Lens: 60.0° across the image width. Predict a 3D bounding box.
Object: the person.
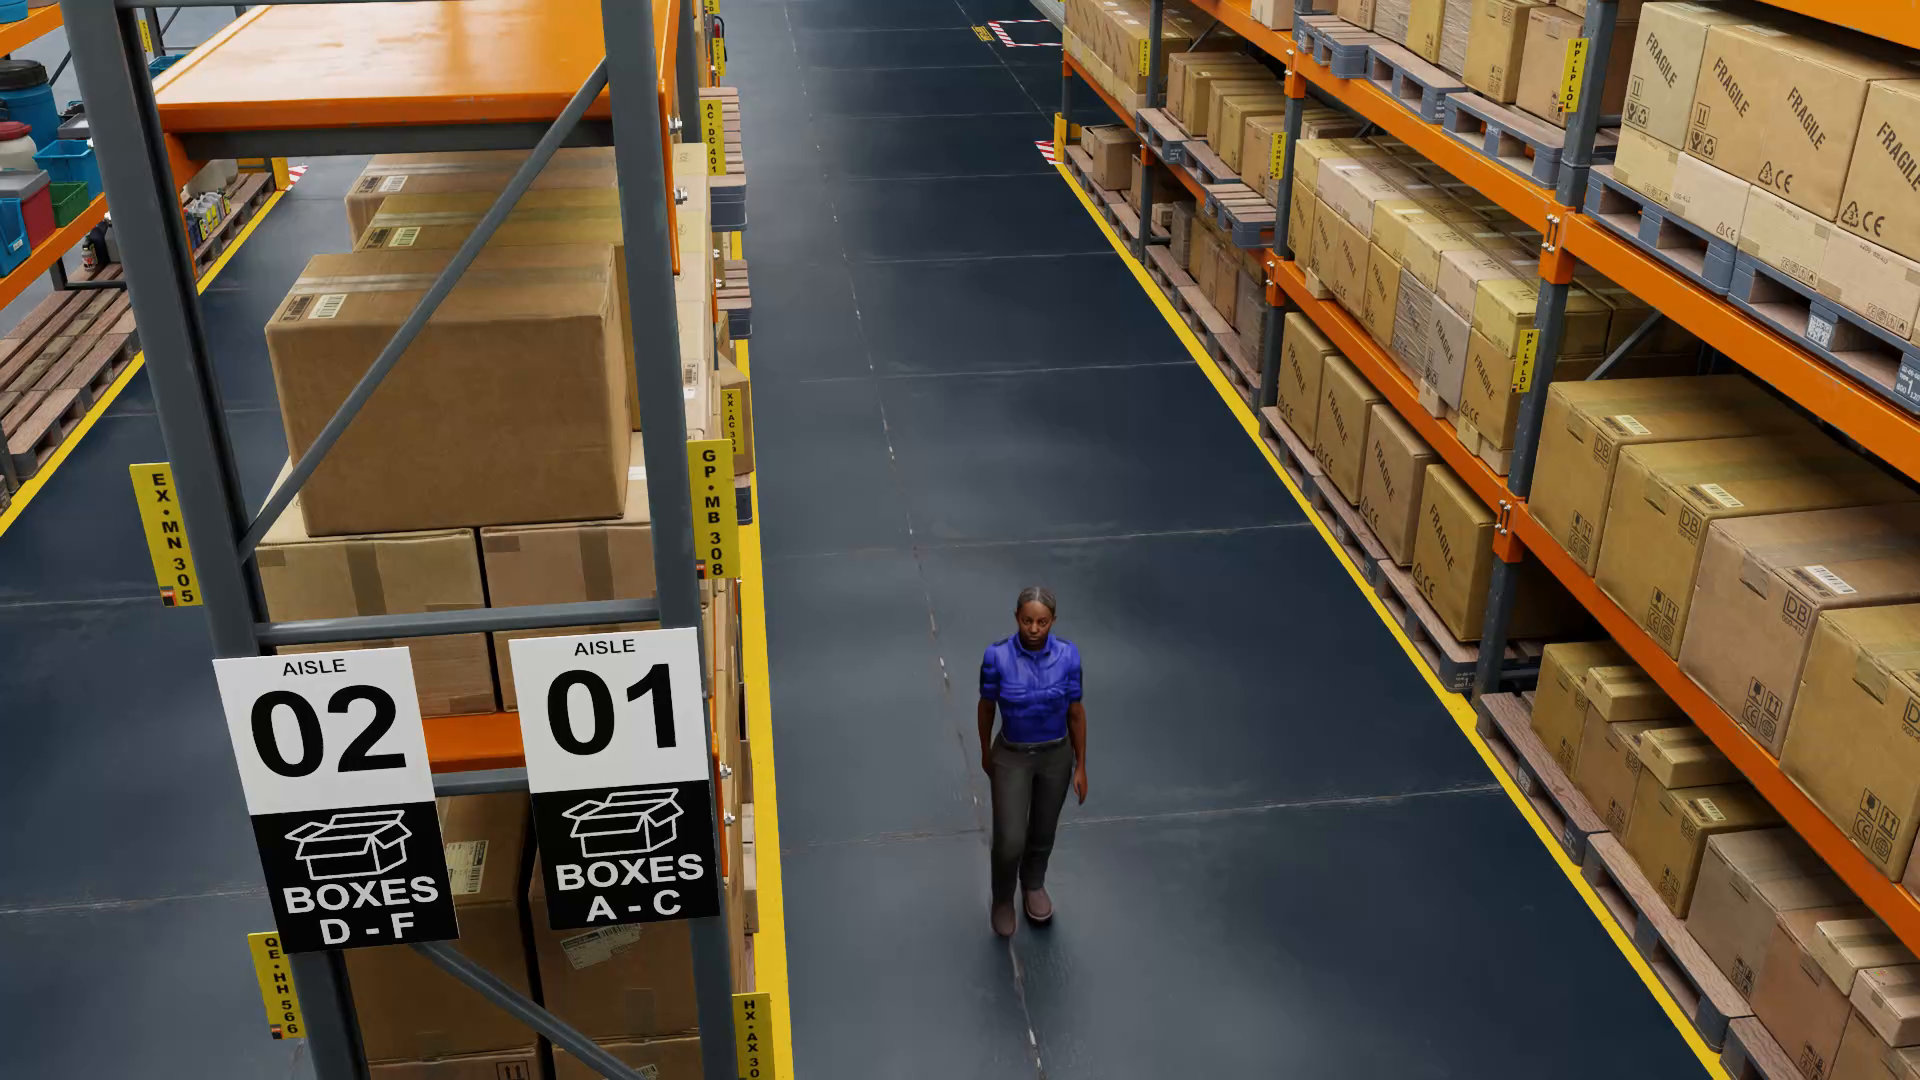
[{"bbox_3d":[0.320,0.946,7.148,0.447,1.562,0.454,-4,28,-8],"label":"person"}]
